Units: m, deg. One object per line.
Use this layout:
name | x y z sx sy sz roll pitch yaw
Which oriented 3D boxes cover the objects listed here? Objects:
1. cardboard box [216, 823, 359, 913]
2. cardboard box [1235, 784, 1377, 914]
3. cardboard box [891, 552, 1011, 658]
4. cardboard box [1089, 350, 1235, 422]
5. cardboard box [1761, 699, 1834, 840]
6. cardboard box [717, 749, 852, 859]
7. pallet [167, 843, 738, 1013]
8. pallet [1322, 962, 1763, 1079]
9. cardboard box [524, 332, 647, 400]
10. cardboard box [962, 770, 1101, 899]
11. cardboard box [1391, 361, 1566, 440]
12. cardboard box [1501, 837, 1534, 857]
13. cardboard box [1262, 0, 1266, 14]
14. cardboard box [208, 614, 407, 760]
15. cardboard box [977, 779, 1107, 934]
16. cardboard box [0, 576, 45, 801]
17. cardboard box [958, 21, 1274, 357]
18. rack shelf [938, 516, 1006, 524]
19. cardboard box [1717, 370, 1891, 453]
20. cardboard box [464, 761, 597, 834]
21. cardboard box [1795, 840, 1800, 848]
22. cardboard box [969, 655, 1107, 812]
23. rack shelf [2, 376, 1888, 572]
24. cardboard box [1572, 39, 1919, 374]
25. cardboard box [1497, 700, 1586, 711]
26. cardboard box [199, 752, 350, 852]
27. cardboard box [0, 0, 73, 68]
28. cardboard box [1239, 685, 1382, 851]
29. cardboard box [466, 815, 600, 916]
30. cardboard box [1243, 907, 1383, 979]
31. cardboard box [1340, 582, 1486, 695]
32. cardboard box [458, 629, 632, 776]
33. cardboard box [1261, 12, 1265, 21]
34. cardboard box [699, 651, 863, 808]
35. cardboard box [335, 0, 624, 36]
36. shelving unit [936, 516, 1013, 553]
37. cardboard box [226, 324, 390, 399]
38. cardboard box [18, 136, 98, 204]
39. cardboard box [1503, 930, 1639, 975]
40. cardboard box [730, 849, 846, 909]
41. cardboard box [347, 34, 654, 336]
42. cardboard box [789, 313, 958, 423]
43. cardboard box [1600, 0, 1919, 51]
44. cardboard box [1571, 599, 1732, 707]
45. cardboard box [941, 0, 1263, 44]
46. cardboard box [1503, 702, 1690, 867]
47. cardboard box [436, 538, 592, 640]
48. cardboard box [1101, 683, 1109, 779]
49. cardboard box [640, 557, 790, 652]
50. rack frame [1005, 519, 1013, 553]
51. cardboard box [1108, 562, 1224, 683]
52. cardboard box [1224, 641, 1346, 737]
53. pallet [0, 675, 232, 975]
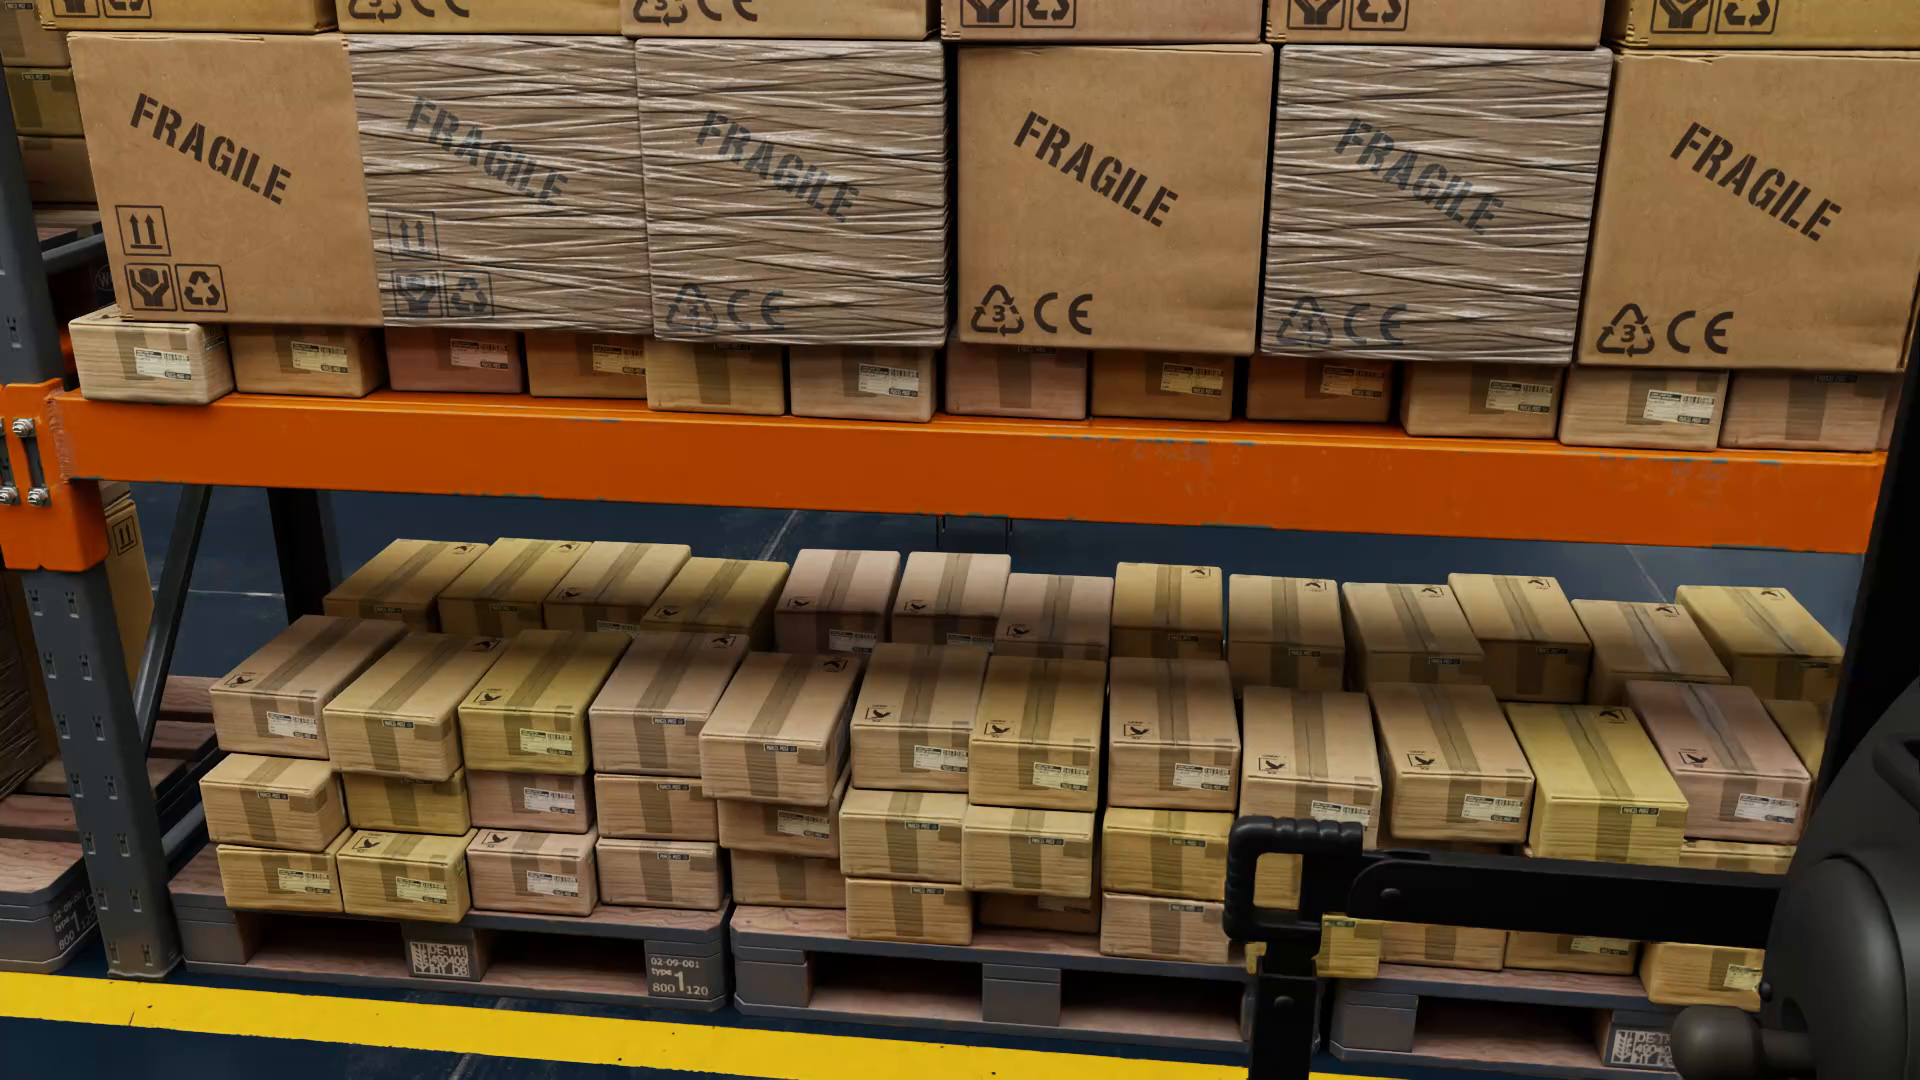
cardboard box | -1.379 0.628 3.577 0.250 0.149 0.380 2 22 4
cardboard box | 0.680 0.572 3.315 0.250 0.149 0.380 3 22 7
cardboard box | -0.015 0.169 3.930 0.250 0.149 0.380 2 22 4
cardboard box | 0.378 -0.350 3.086 0.250 0.149 0.380 3 22 7
cardboard box | 1.714 0.461 3.190 0.250 0.149 0.380 3 22 7
cardboard box | -0.334 0.498 3.501 0.250 0.149 0.380 4 22 9
pallet | -1.032 0.678 3.938 1.213 0.211 1.003 2 22 6
pallet | 1.391 0.783 3.671 1.213 0.211 1.003 2 22 6
cardboard box | -0.655 -0.396 3.204 0.250 0.149 0.380 2 22 4
cardboard box | 0.151 0.552 3.365 0.250 0.149 0.380 3 22 7
cardboard box | 0.905 -0.311 2.987 0.250 0.149 0.380 2 22 4
cardboard box | 1.195 0.590 3.270 0.250 0.149 0.380 2 22 4
cardboard box | 0.839 -1.278 3.193 0.500 0.500 0.500 2 22 5
cardboard box | -1.385 0.309 3.575 0.250 0.149 0.380 3 22 8
cardboard box | 0.184 0.653 3.514 0.250 0.149 0.380 3 22 8
cardboard box | -2.467 0.392 3.697 0.500 0.500 0.500 2 22 5
cardboard box | 0.283 -0.640 2.939 0.500 0.500 0.500 4 22 9
rack shelf | 0.053 -0.218 5.847 0.240 0.259 0.215 2 22 6
cardboard box | 1.419 -0.286 2.925 0.250 0.149 0.380 2 22 6
cardboard box | -0.872 0.465 3.585 0.250 0.149 0.380 2 22 6
cardboard box | 1.712 0.611 3.215 0.250 0.149 0.380 2 22 5
cardboard box | 0.164 0.386 3.380 0.250 0.149 0.380 3 22 7
rack shelf | 0.283 -0.214 3.380 4.000 0.370 1.077 2 22 6
cardboard box | 1.282 -0.597 2.828 0.500 0.500 0.500 2 22 5
cardboard box | 1.261 0.403 3.742 0.250 0.149 0.380 3 22 7
cardboard box | -1.380 0.490 3.523 0.250 0.149 0.380 3 22 9
cardboard box | -2.040 -1.175 3.794 0.250 0.149 0.380 4 22 9
cardboard box | 0.676 0.439 3.246 0.250 0.149 0.380 3 22 8
cardboard box | -0.862 0.632 3.568 0.250 0.149 0.380 2 22 6
cardboard box | 0.695 0.711 3.369 0.250 0.149 0.380 2 22 4
cardboard box | 1.010 0.239 3.753 0.250 0.149 0.380 1 22 4
cardboard box | -0.862 0.336 3.508 0.250 0.149 0.380 2 22 6
cardboard box | 0.837 -0.807 3.360 0.500 0.500 0.500 3 22 7
cardboard box | -0.357 0.380 3.397 0.250 0.149 0.380 3 22 7
cardboard box | -0.767 -1.160 2.892 0.500 0.500 0.500 2 22 5
shelving unit | 0.053 -0.486 5.741 0.252 1.050 0.215 2 22 6
cardboard box | -1.195 -0.402 3.220 0.250 0.149 0.380 3 22 8
cardboard box | -2.040 -0.899 3.903 0.250 0.149 0.380 1 22 4
cardboard box | 1.203 0.705 3.384 0.250 0.149 0.380 2 22 6
cardboard box | -0.333 0.623 3.590 0.250 0.149 0.380 2 22 4
cardboard box | -0.748 -0.688 3.059 0.500 0.500 0.500 2 22 6
cardboard box | -0.146 -0.347 3.080 0.250 0.149 0.380 3 22 9
cardboard box | 1.283 -1.063 2.648 0.500 0.500 0.500 2 22 4
cardboard box | 1.501 0.277 3.656 0.250 0.149 0.380 3 22 7
cardboard box | 0.239 -1.104 2.751 0.500 0.500 0.500 2 22 4
cardboard box | 1.199 0.465 3.182 0.250 0.149 0.380 2 22 5
cardboard box | -1.060 0.136 4.014 0.250 0.149 0.380 3 22 7
cardboard box | 0.249 0.467 3.985 0.250 0.149 0.380 3 22 6
cardboard box | -0.564 0.184 3.893 0.250 0.149 0.380 3 22 8
rack frame | 0.174 -0.481 5.728 0.008 1.050 0.200 2 22 6
cardboard box | 0.480 0.195 3.863 0.250 0.149 0.380 3 22 7
cardboard box | 0.744 0.375 3.812 0.250 0.149 0.380 1 22 4
pallet | -2.476 0.629 4.063 1.213 0.211 1.003 2 22 6
